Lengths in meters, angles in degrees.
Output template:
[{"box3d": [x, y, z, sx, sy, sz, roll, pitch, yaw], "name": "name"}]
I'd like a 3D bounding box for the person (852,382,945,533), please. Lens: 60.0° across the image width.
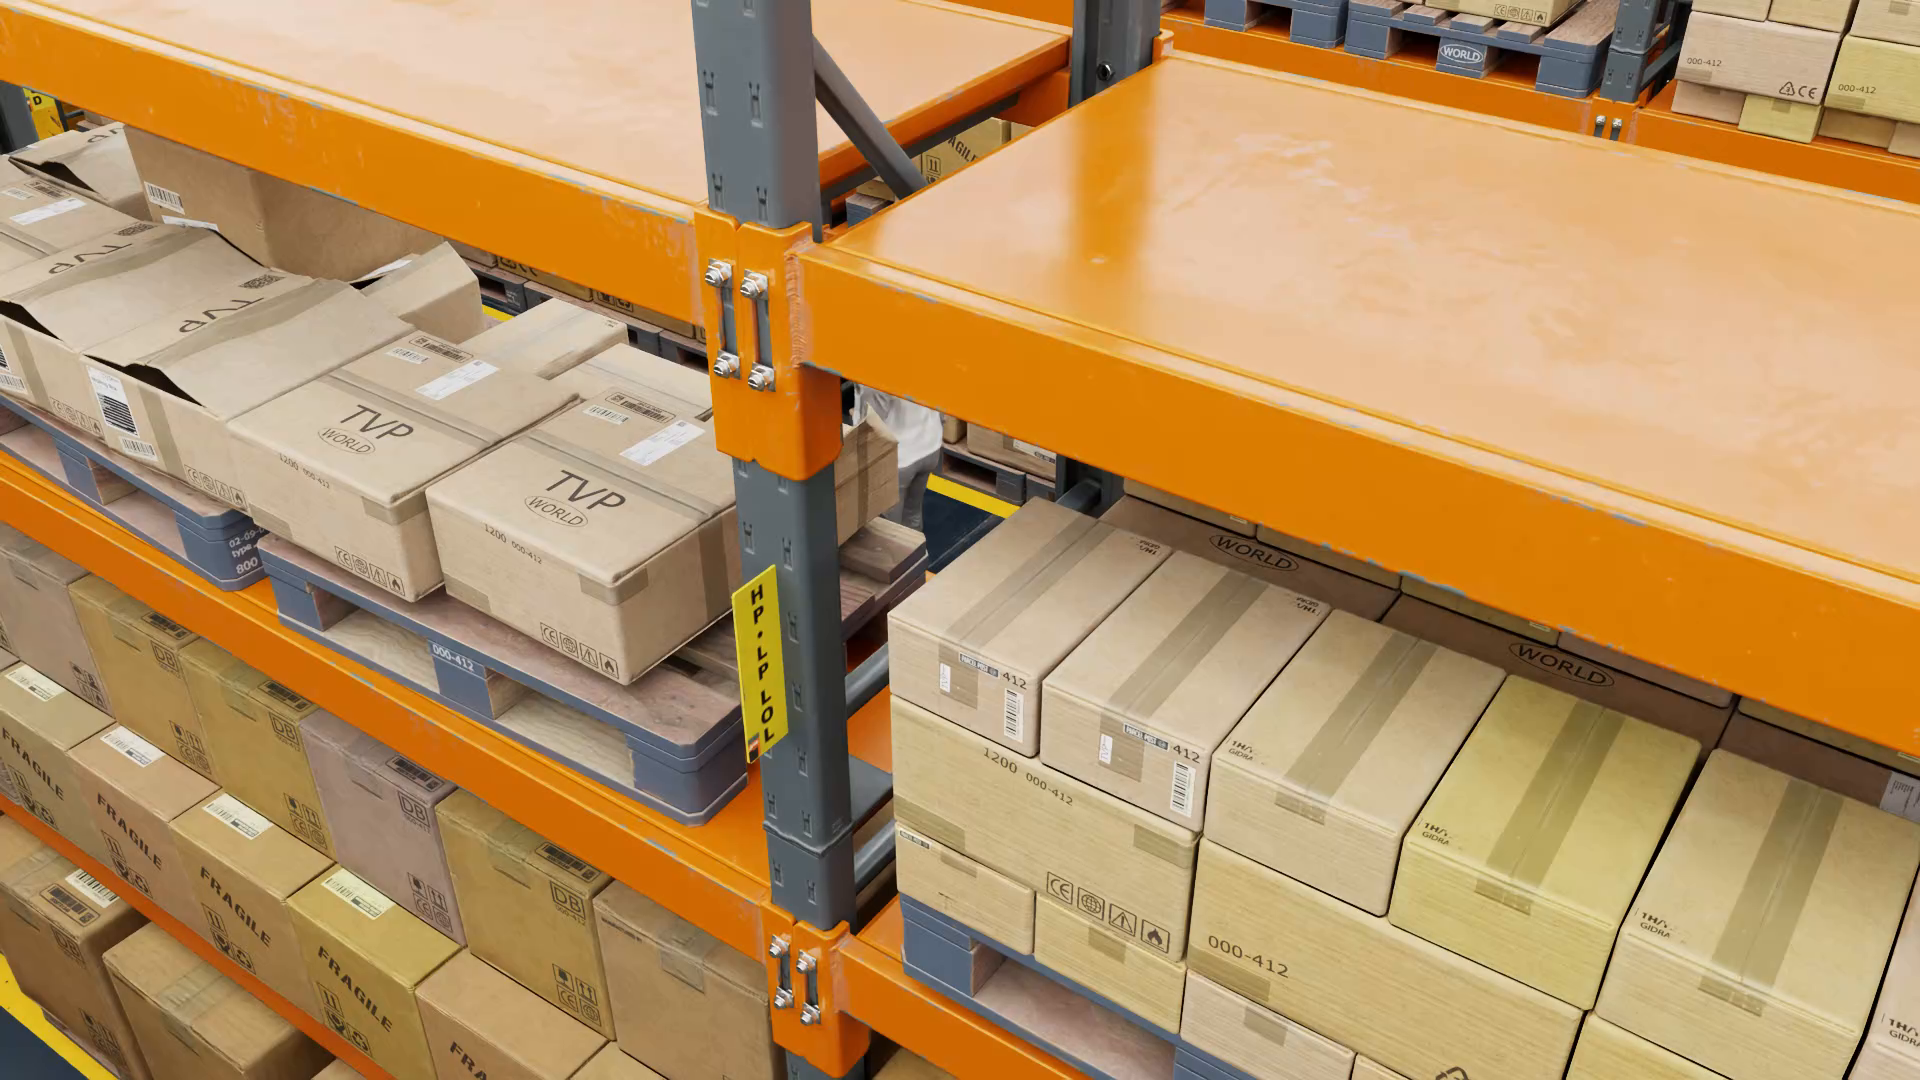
[{"box3d": [-0.311, -0.435, 7.938, 0.597, 1.791, 0.559, 29, 44, 35], "name": "person"}]
